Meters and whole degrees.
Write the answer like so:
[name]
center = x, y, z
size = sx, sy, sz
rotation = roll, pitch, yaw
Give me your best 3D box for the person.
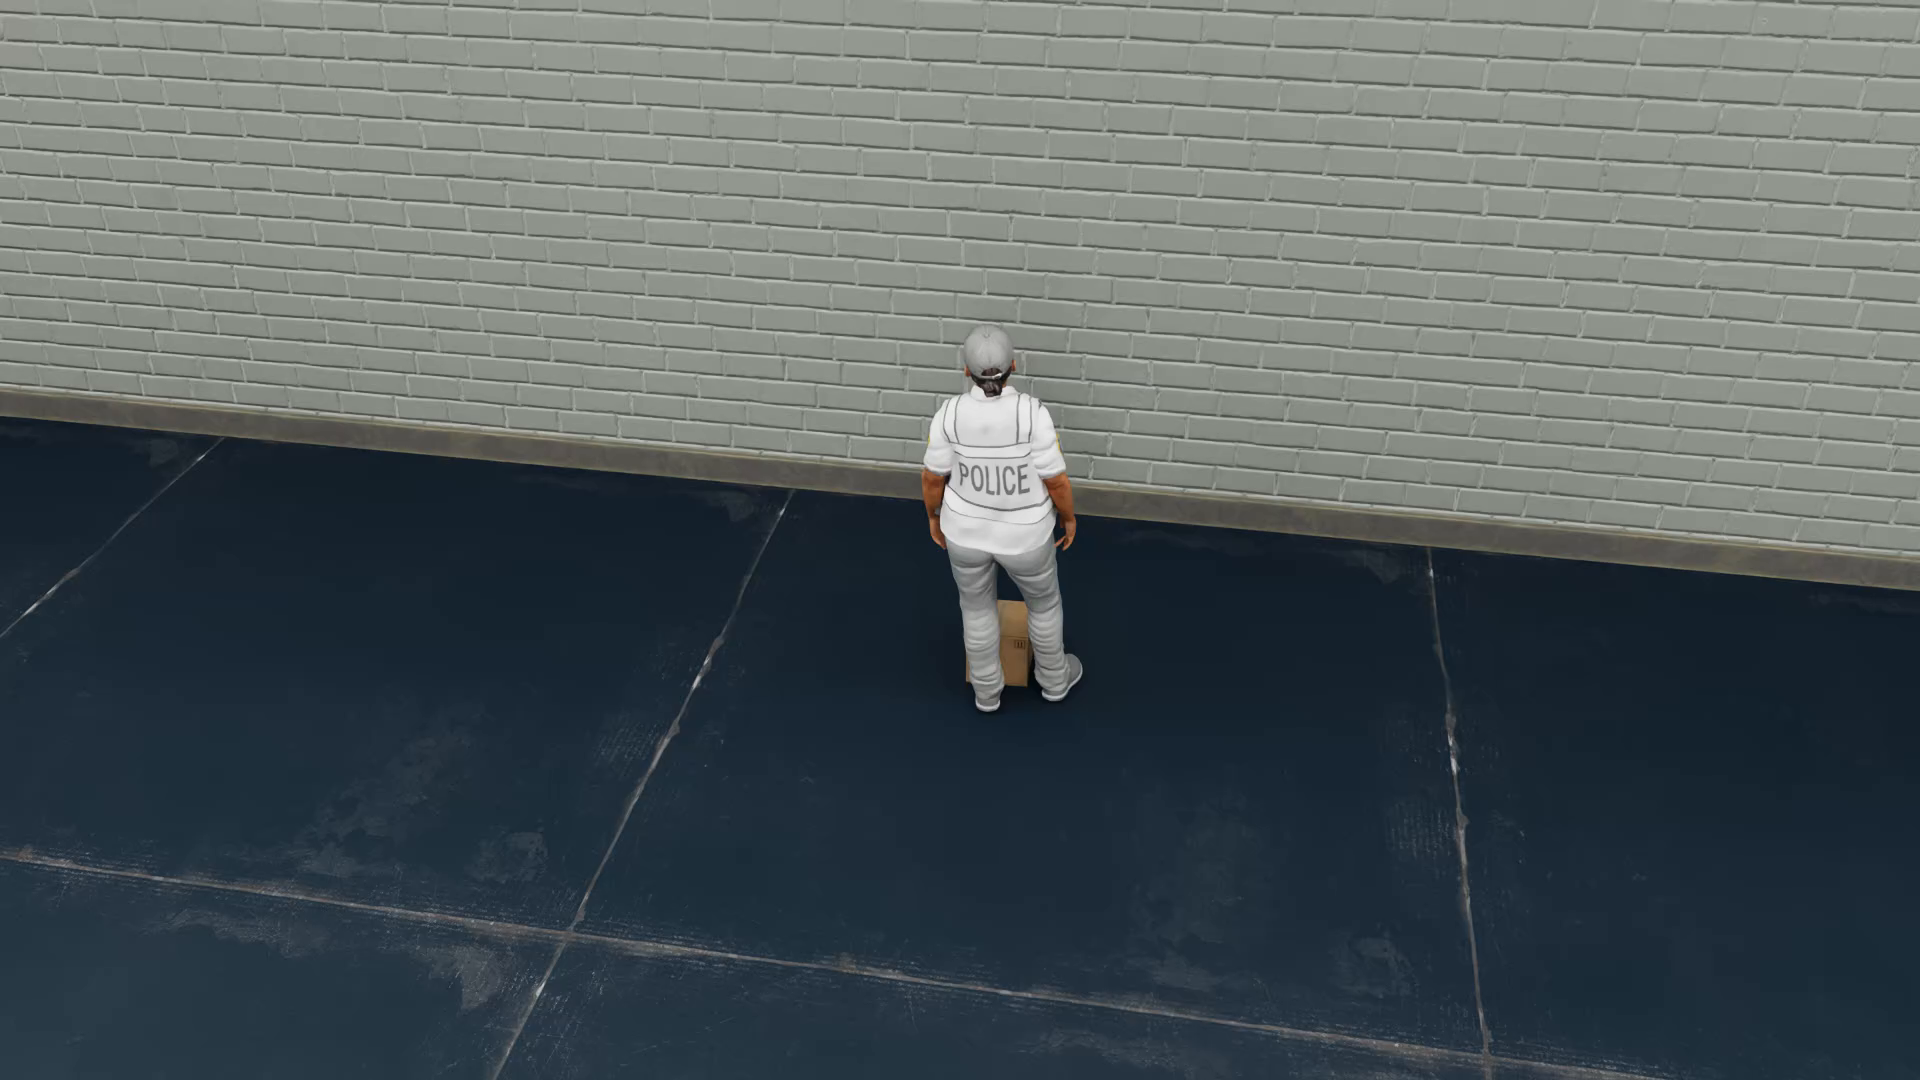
[person]
center = 0.175, -0.082, 6.245
size = 0.598, 1.670, 0.529
rotation = 5, 33, 8
